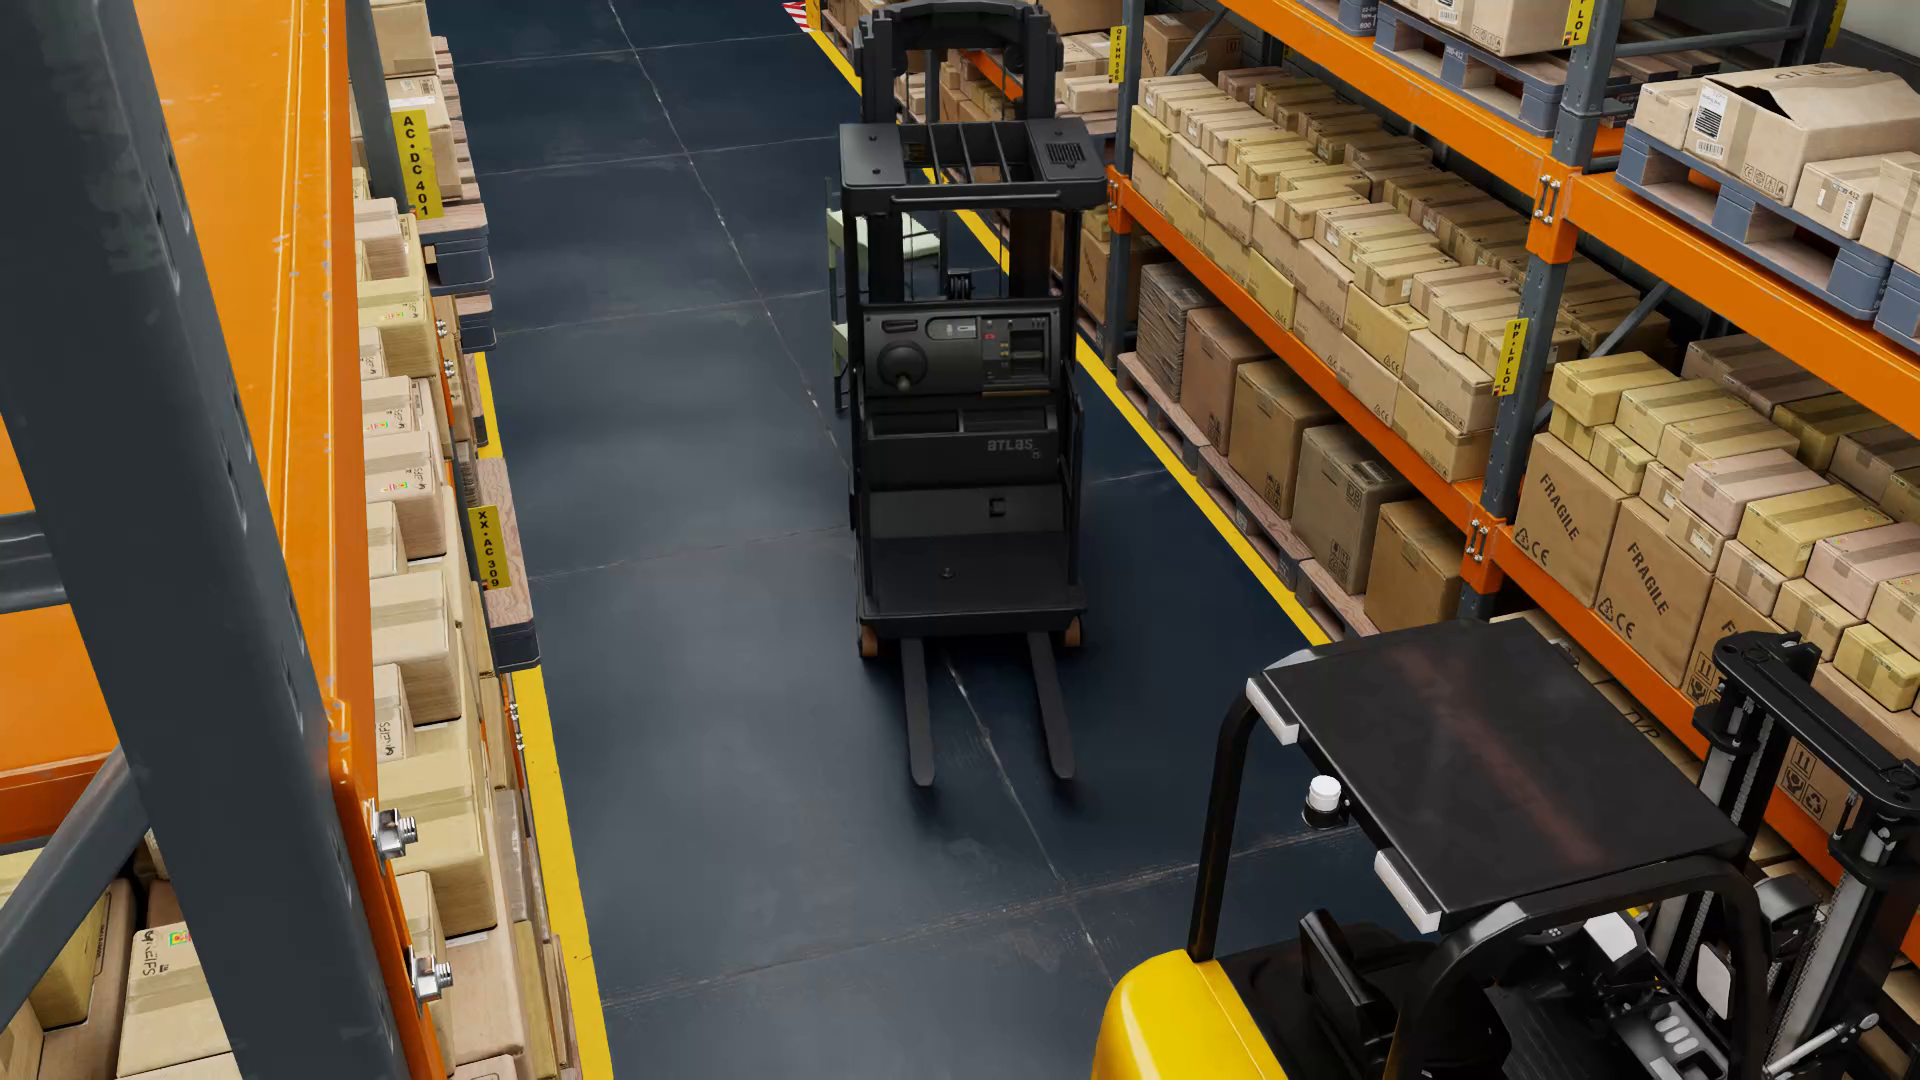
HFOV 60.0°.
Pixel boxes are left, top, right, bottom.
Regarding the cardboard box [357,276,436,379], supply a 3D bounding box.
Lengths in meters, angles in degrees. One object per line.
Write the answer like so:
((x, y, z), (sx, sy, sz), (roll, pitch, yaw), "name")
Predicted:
((-1.424, -0.476, 3.852), (0.380, 0.149, 0.250), (-9, 35, -13), "cardboard box")

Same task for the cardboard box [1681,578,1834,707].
((2.864, 0.419, 5.623), (0.500, 0.500, 0.500), (-10, 35, -15), "cardboard box")

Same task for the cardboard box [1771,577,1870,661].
((2.857, 0.224, 5.330), (0.380, 0.149, 0.250), (-11, 35, -16), "cardboard box")

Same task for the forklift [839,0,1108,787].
((0.031, -0.837, 7.677), (1.130, 2.935, 3.031), (-3, 34, -4), "forklift")

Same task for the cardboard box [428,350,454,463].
((-1.533, -0.377, 4.064), (0.500, 0.250, 0.500), (-11, 35, -16), "cardboard box")

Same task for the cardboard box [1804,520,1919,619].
((2.930, 0.092, 5.261), (0.380, 0.149, 0.250), (-10, 35, -15), "cardboard box")

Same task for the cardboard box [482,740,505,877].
((-1.049, 0.532, 3.051), (0.380, 0.149, 0.250), (-10, 35, -14), "cardboard box")

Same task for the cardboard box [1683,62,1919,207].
((2.669, -1.305, 5.213), (0.500, 0.311, 0.500), (-9, 35, -14), "cardboard box")

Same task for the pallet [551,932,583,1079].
((-1.840, 1.995, 5.859), (1.003, 0.211, 1.213), (-10, 35, -15), "pallet")

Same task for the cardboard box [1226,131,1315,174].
((1.626, -2.015, 8.719), (0.380, 0.149, 0.250), (-10, 35, -14), "cardboard box")

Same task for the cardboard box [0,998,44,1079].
((-1.381, 0.705, 2.066), (0.380, 0.149, 0.250), (-10, 35, -15), "cardboard box")

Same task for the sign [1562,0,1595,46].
((2.133, -1.854, 5.679), (0.100, 0.325, 0.005), (-10, 35, -15), "sign")

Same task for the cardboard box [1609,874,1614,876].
((2.649, 1.194, 6.655), (0.500, 0.250, 0.500), (-11, 35, -16), "cardboard box")

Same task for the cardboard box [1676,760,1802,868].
((2.805, 1.039, 5.983), (0.500, 0.250, 0.500), (-9, 34, -13), "cardboard box")

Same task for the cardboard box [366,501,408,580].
((-1.207, 0.080, 3.011), (0.380, 0.149, 0.250), (-9, 35, -14), "cardboard box")

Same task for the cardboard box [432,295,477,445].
((-2.240, -0.676, 6.629), (0.500, 0.500, 0.500), (-10, 35, -15), "cardboard box")

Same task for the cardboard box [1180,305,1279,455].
((1.811, -0.965, 9.582), (0.875, 0.625, 0.625), (-9, 34, -13), "cardboard box")

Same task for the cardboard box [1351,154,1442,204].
((2.206, -1.825, 8.431), (0.380, 0.149, 0.250), (-9, 35, -13), "cardboard box")

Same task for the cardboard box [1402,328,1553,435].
((2.254, -0.713, 7.110), (0.500, 0.250, 0.500), (-11, 35, -16), "cardboard box")

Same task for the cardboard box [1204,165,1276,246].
((1.624, -1.783, 8.730), (0.500, 0.250, 0.500), (-11, 35, -16), "cardboard box")

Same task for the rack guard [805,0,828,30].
((-0.990, -5.570, 17.045), (1.175, 0.500, 0.348), (-10, 35, -15), "rack guard")

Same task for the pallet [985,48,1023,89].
((0.829, -3.392, 11.656), (1.003, 0.211, 1.213), (-10, 35, -15), "pallet")

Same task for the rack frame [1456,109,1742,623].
((2.647, -0.352, 6.881), (1.000, 3.000, 0.127), (-10, 35, -15), "rack frame")

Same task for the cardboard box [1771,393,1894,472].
((3.163, -0.396, 5.999), (0.380, 0.149, 0.250), (-10, 35, -15), "cardboard box")

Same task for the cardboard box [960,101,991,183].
((0.312, -3.115, 12.949), (0.500, 0.500, 0.500), (-10, 35, -15), "cardboard box")

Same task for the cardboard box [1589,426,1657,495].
((2.574, -0.317, 6.149), (0.380, 0.149, 0.250), (-9, 35, -14), "cardboard box")

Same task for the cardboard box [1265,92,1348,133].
((1.926, -2.363, 9.245), (0.380, 0.149, 0.250), (-10, 35, -15), "cardboard box")

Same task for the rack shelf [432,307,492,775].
((-1.469, 0.583, 3.397), (1.077, 0.370, 4.000), (-10, 35, -15), "rack shelf")

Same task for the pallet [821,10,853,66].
((-0.746, -5.031, 16.491), (1.003, 0.211, 1.213), (-10, 35, -15), "pallet")

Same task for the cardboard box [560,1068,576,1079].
((-1.329, 1.944, 4.840), (0.500, 0.500, 0.500), (-8, 34, -12), "cardboard box")

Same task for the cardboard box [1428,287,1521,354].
((2.235, -0.939, 7.090), (0.380, 0.149, 0.250), (-11, 35, -15), "cardboard box")

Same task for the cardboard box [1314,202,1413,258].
((1.913, -1.472, 7.898), (0.380, 0.149, 0.250), (-10, 35, -14), "cardboard box")

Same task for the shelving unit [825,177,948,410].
((-0.421, -1.302, 9.680), (0.431, 1.500, 0.755), (-16, 37, -22), "shelving unit")

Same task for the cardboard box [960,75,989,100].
((0.221, -3.590, 13.079), (0.380, 0.149, 0.250), (-11, 35, -16), "cardboard box")

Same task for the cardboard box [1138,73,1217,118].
((1.244, -2.548, 9.525), (0.380, 0.149, 0.250), (-9, 35, -13), "cardboard box")

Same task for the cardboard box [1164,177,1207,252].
((1.478, -1.851, 9.285), (0.500, 0.250, 0.500), (-11, 35, -16), "cardboard box")

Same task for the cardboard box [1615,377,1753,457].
((2.644, -0.452, 6.084), (0.380, 0.149, 0.250), (-9, 35, -14), "cardboard box")

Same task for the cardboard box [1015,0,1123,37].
((0.753, -3.496, 11.165), (0.797, 0.503, 0.637), (-11, 35, -16), "cardboard box")

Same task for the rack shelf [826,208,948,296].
((-0.421, -1.628, 9.464), (0.431, 0.370, 0.720), (-16, 37, -22), "rack shelf")

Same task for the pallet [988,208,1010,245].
((0.867, -2.326, 12.399), (1.003, 0.211, 1.213), (-10, 35, -15), "pallet")

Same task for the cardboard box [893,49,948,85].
((-0.377, -4.447, 14.965), (0.700, 0.500, 0.500), (-11, 35, -17), "cardboard box")

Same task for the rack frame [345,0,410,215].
((-2.079, -2.018, 3.961), (1.000, 3.000, 0.127), (-10, 35, -15), "rack frame")

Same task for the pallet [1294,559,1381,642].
((2.385, 0.431, 8.226), (1.003, 0.211, 1.213), (-10, 35, -15), "pallet")

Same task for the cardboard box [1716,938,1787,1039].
((2.952, 1.513, 5.719), (0.500, 0.250, 0.500), (-10, 35, -15), "cardboard box")

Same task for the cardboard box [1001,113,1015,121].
((0.521, -3.047, 12.258), (0.380, 0.149, 0.250), (-9, 34, -13), "cardboard box")

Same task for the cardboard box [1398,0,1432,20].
((2.022, -2.242, 6.777), (0.380, 0.149, 0.250), (-10, 35, -15), "cardboard box")

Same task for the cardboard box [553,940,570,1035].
((-1.643, 1.722, 5.856), (0.500, 0.250, 0.500), (-8, 34, -13), "cardboard box")

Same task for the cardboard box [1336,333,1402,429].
((2.086, -0.773, 7.655), (0.500, 0.250, 0.500), (-10, 35, -15), "cardboard box")

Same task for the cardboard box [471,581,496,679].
((-1.707, 0.510, 5.216), (0.500, 0.500, 0.500), (-11, 35, -16), "cardboard box")

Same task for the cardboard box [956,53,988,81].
((0.188, -3.718, 13.003), (0.380, 0.149, 0.250), (-12, 35, -17), "cardboard box")

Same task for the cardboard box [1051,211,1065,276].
((0.951, -2.035, 11.314), (0.500, 0.500, 0.500), (-11, 35, -15), "cardboard box")

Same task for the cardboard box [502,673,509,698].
((-2.464, 0.754, 7.210), (0.950, 0.372, 0.625), (-8, 34, -12), "cardboard box")

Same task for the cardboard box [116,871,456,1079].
((-0.883, 0.613, 2.204), (0.380, 0.149, 0.250), (-10, 35, -15), "cardboard box")

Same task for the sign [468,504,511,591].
((-1.565, 0.028, 5.521), (0.100, 0.325, 0.005), (-10, 35, -15), "sign")

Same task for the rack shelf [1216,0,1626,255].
((2.037, -2.353, 7.842), (1.077, 0.370, 4.000), (-10, 35, -15), "rack shelf")

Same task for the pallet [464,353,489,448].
((-3.468, -0.879, 10.208), (1.003, 0.211, 1.213), (-10, 35, -15), "pallet")

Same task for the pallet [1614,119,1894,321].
((2.932, -1.123, 5.408), (1.003, 0.211, 1.213), (-10, 35, -15), "pallet")

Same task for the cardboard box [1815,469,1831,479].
((3.172, -0.273, 6.083), (0.380, 0.149, 0.250), (-9, 35, -14), "cardboard box")

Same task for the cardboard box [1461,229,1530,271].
((2.539, -1.297, 7.632), (0.380, 0.149, 0.250), (-10, 35, -15), "cardboard box")

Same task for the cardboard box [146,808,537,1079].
((-0.903, 0.697, 2.439), (0.500, 0.250, 0.500), (-11, 35, -15), "cardboard box")
